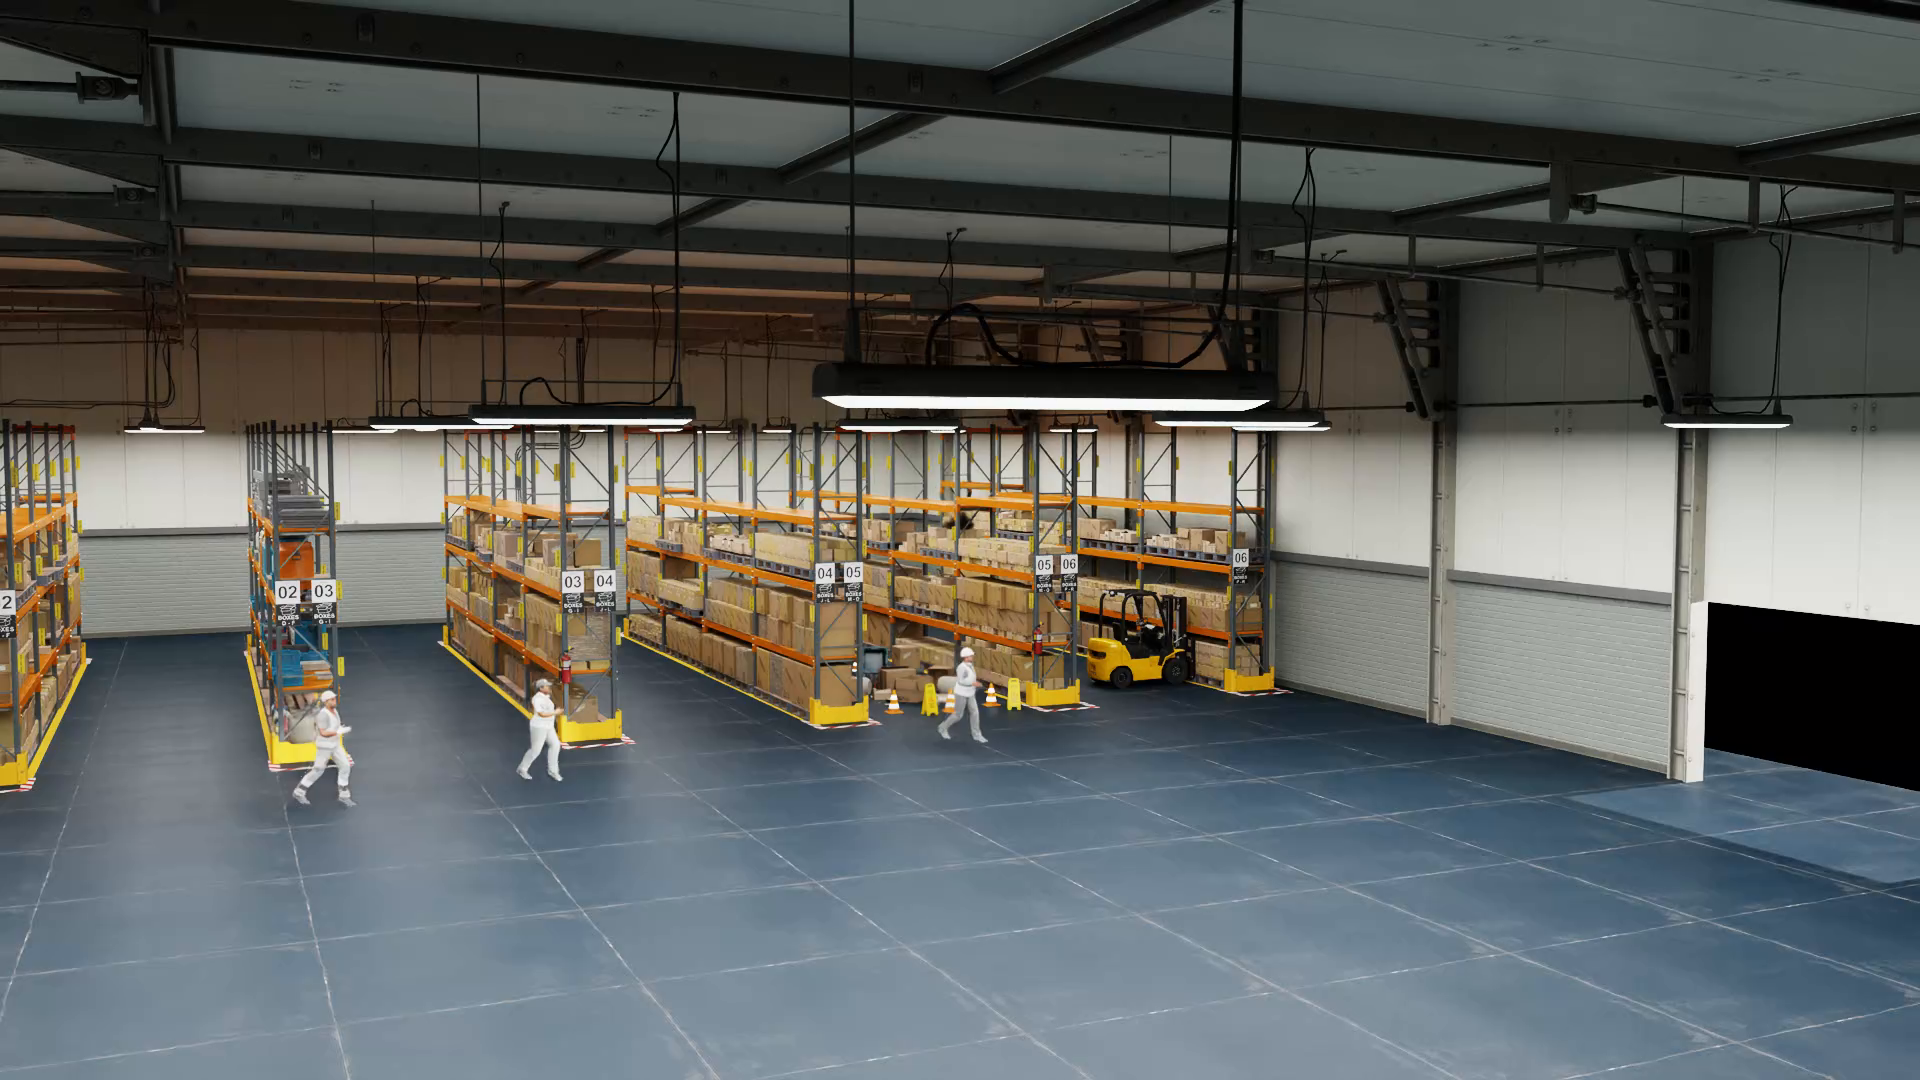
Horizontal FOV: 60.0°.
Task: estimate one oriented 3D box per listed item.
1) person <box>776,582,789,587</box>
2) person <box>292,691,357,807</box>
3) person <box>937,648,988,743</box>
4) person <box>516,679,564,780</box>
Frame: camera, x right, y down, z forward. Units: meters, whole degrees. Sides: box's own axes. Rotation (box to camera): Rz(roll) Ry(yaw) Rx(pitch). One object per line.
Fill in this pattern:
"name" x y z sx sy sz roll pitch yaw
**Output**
"person" -5.511 1.672 51.073 0.619 1.703 0.717 -1 4 -12
"person" -9.786 3.224 25.621 0.931 1.827 0.676 0 4 6
"person" 0.051 2.885 31.007 0.966 1.774 0.632 2 4 24
"person" -6.965 3.168 27.602 0.795 1.739 0.595 0 4 3
